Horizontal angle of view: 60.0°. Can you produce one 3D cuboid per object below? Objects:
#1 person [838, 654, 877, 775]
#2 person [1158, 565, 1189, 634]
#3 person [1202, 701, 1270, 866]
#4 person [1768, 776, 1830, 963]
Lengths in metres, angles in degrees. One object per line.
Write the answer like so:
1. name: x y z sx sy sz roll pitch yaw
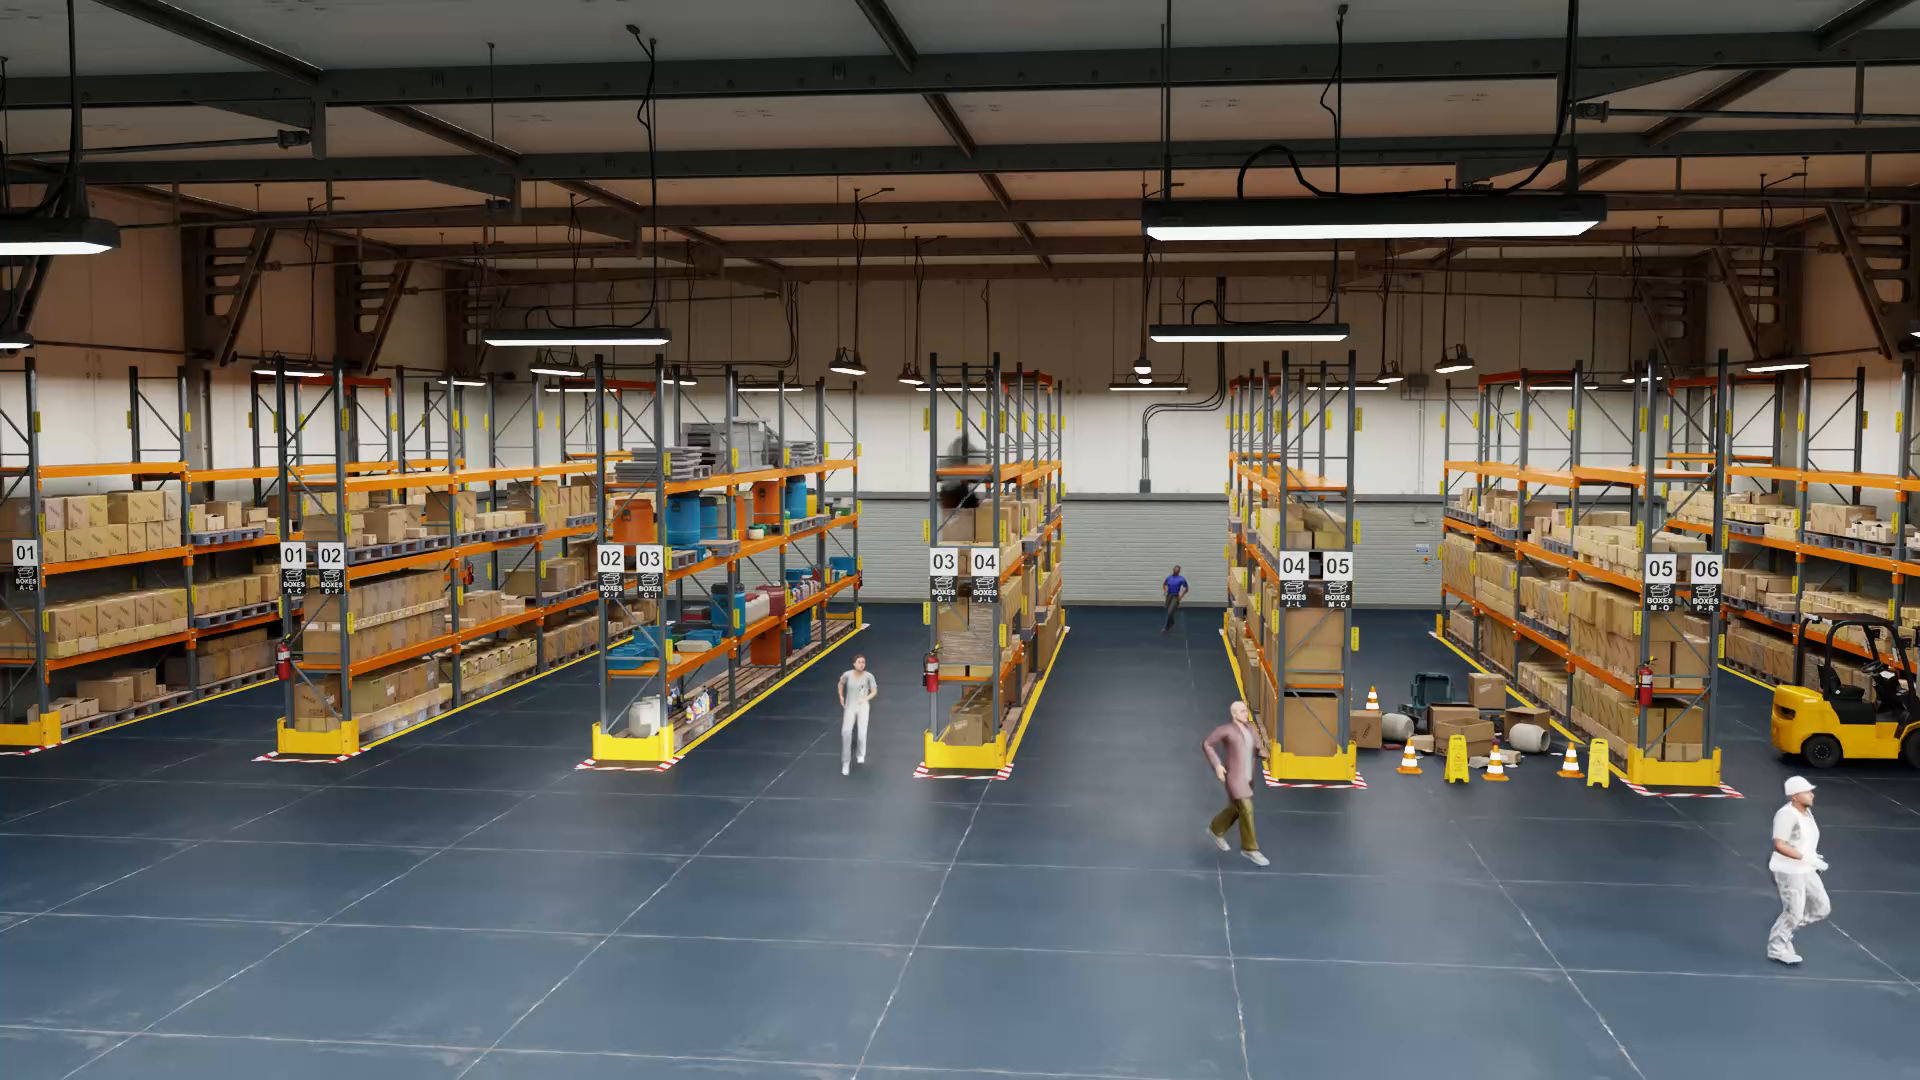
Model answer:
1. person: -1.477 2.482 23.971 0.567 1.703 0.785 0 4 -2
2. person: 5.099 1.404 39.466 0.640 1.624 0.738 3 5 33
3. person: 3.184 2.738 19.037 0.694 1.795 0.993 -4 6 -44
4. person: 7.725 3.041 15.280 0.679 1.741 0.580 -4 5 -42
